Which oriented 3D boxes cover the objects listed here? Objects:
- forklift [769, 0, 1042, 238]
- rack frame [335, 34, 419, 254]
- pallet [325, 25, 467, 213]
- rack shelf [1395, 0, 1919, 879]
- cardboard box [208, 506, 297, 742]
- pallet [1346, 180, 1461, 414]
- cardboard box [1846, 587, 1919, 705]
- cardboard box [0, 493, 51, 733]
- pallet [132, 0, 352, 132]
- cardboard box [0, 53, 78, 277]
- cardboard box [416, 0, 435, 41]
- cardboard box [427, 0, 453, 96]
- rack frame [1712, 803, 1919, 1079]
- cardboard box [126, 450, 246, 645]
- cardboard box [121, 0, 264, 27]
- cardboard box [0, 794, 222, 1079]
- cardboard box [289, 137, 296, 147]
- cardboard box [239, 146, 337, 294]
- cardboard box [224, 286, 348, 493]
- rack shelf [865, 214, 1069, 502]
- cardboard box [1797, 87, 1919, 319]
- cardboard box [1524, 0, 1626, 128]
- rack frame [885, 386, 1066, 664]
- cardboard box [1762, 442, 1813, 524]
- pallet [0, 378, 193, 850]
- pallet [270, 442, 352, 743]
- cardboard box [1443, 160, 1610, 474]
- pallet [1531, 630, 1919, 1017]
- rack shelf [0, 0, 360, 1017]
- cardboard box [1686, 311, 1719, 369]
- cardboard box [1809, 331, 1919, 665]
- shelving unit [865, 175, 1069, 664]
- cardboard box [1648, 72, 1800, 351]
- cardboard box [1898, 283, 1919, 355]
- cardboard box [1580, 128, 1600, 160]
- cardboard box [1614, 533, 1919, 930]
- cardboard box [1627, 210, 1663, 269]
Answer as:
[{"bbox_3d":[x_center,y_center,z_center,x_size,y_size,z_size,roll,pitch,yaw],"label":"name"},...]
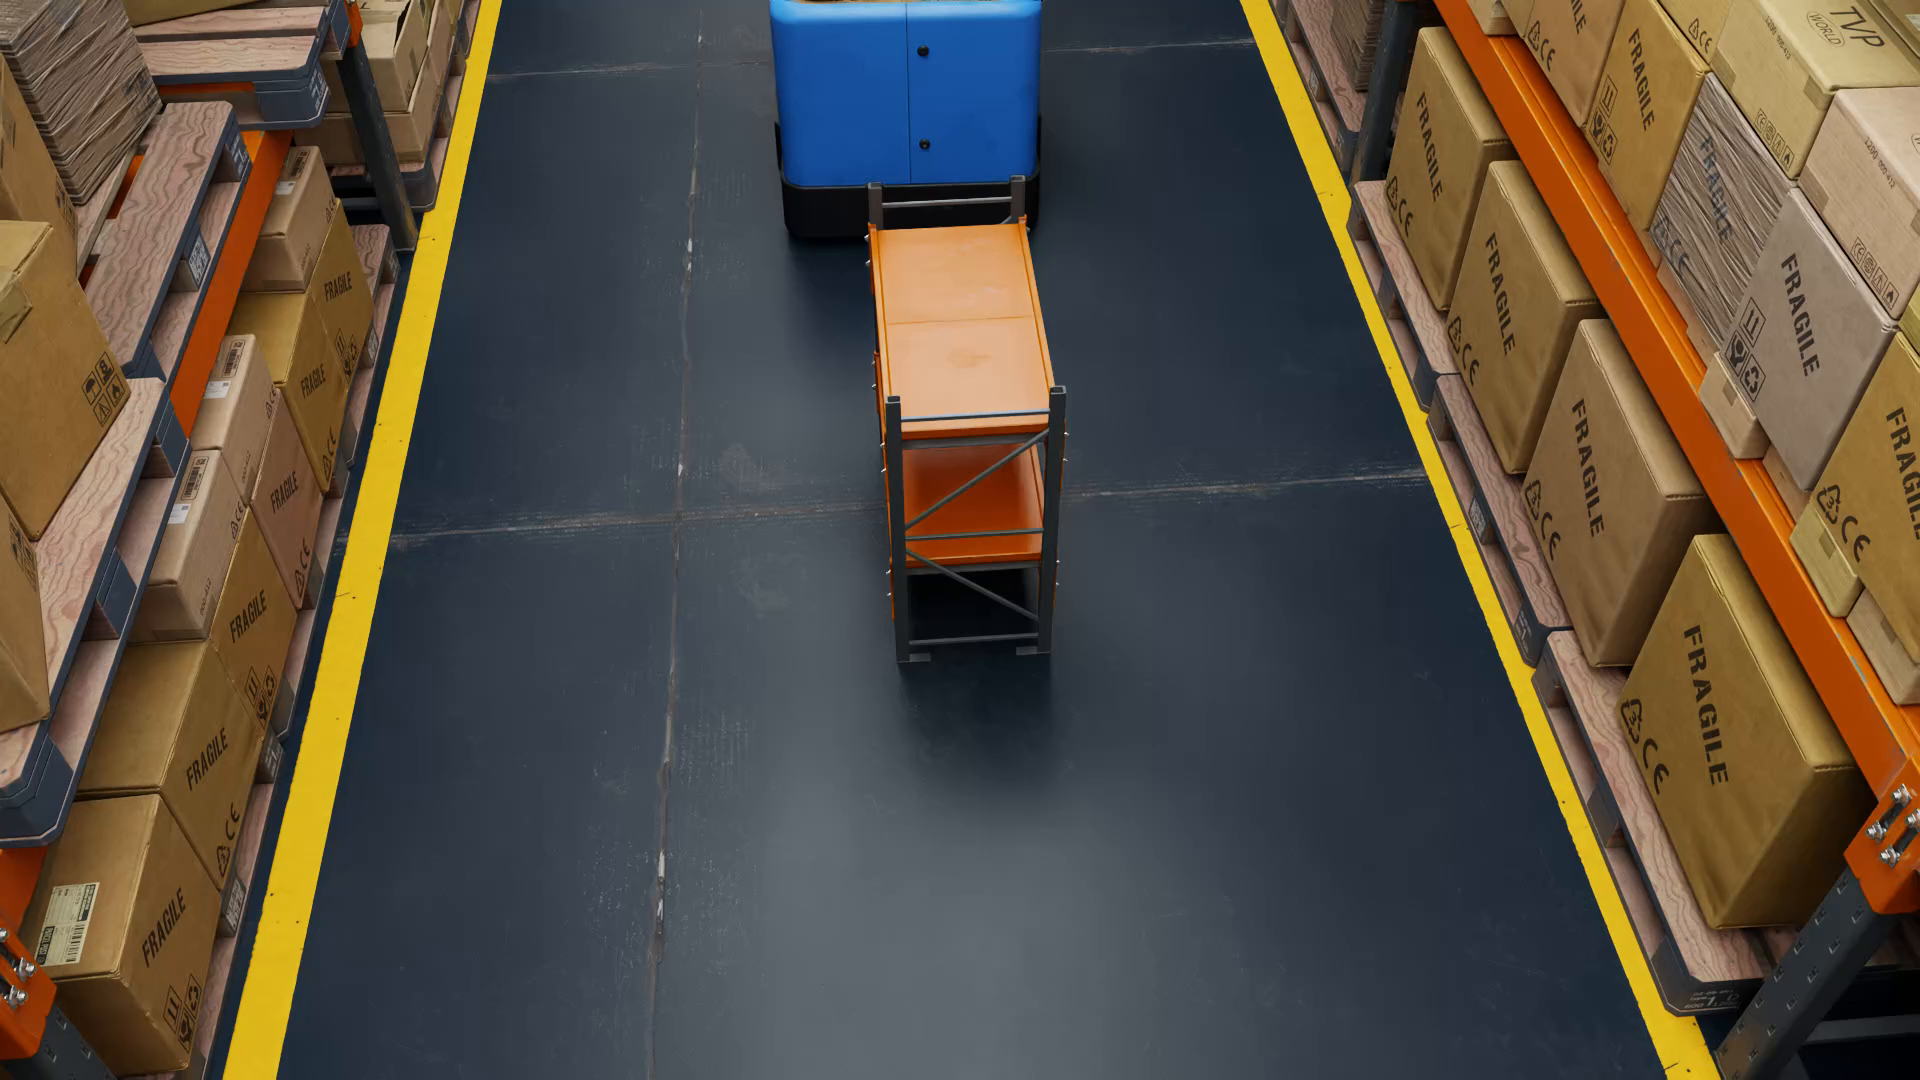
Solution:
[{"bbox_3d":[-0.264,-3.311,6.867,1.130,2.935,3.031,-2,47,-2],"label":"forklift"},{"bbox_3d":[-2.757,-2.232,5.798,1.000,3.000,0.127,-3,47,-3],"label":"rack frame"},{"bbox_3d":[-2.787,-1.871,7.377,1.003,0.211,1.213,-3,47,-3],"label":"pallet"},{"bbox_3d":[2.347,-0.842,4.977,1.077,0.370,4.000,-3,47,-3],"label":"rack shelf"},{"bbox_3d":[-2.309,0.258,4.858,0.500,0.500,0.500,-3,47,-3],"label":"cardboard box"},{"bbox_3d":[2.170,-1.002,6.554,1.003,0.211,1.213,-3,47,-3],"label":"pallet"},{"bbox_3d":[2.204,0.210,3.644,0.380,0.149,0.250,-3,47,-3],"label":"cardboard box"},{"bbox_3d":[-2.238,0.127,3.206,0.700,0.500,0.500,-18,49,-16],"label":"cardboard box"},{"bbox_3d":[-2.630,-1.680,5.407,1.213,0.211,1.003,-3,47,-3],"label":"pallet"},{"bbox_3d":[-2.631,-0.791,4.076,0.700,0.500,0.500,-14,48,-13],"label":"cardboard box"},{"bbox_3d":[-2.560,-2.400,7.176,0.500,0.311,0.500,-5,47,-4],"label":"cardboard box"},{"bbox_3d":[-2.551,-2.192,7.364,0.500,0.250,0.500,-5,47,-4],"label":"cardboard box"},{"bbox_3d":[2.514,0.358,3.345,1.000,3.000,0.127,-3,47,-3],"label":"rack frame"},{"bbox_3d":[-2.303,0.024,4.564,0.500,0.250,0.500,-3,47,-3],"label":"cardboard box"},{"bbox_3d":[-2.591,-1.962,5.184,0.700,0.500,0.500,-18,49,-16],"label":"cardboard box"},{"bbox_3d":[-2.219,1.005,4.151,0.500,0.500,0.500,-5,47,-5],"label":"cardboard box"},{"bbox_3d":[-3.044,-1.797,6.990,0.500,0.250,0.500,-2,47,-2],"label":"cardboard box"},{"bbox_3d":[-2.435,-1.079,5.608,0.500,0.250,0.500,-2,47,-2],"label":"cardboard box"},{"bbox_3d":[-2.401,-0.487,5.564,0.500,0.500,0.500,-5,47,-5],"label":"cardboard box"},{"bbox_3d":[0.001,-0.583,5.124,0.538,0.278,1.000,-3,47,-3],"label":"rack shelf"},{"bbox_3d":[2.187,-0.736,3.577,0.500,0.250,0.500,-3,47,-2],"label":"cardboard box"},{"bbox_3d":[2.040,-1.574,4.887,0.500,0.500,0.500,-4,47,-3],"label":"cardboard box"},{"bbox_3d":[0.043,-0.014,4.989,0.500,1.125,0.032,-3,47,-3],"label":"rack frame"},{"bbox_3d":[2.183,-0.161,3.996,0.380,0.149,0.250,-2,47,-2],"label":"cardboard box"},{"bbox_3d":[-2.380,0.143,3.681,1.003,0.211,1.213,-3,47,-3],"label":"pallet"},{"bbox_3d":[-2.633,0.150,5.463,1.003,0.211,1.213,-3,47,-3],"label":"pallet"},{"bbox_3d":[2.177,-0.767,5.602,0.750,0.750,0.750,-4,47,-3],"label":"cardboard box"},{"bbox_3d":[2.375,0.763,4.882,1.003,0.211,1.213,-3,47,-3],"label":"pallet"},{"bbox_3d":[-2.589,-0.538,4.689,1.077,0.370,4.000,-3,47,-3],"label":"rack shelf"},{"bbox_3d":[2.147,-0.530,4.345,0.380,0.149,0.250,-3,47,-3],"label":"cardboard box"},{"bbox_3d":[2.224,-0.104,3.495,0.500,0.500,0.500,-4,47,-4],"label":"cardboard box"},{"bbox_3d":[0.001,-0.382,5.337,0.538,1.125,1.048,-3,47,-3],"label":"shelving unit"},{"bbox_3d":[2.138,-0.837,4.189,0.500,0.500,0.500,-3,47,-3],"label":"cardboard box"},{"bbox_3d":[2.220,-0.366,3.226,0.500,0.250,0.500,-2,47,-2],"label":"cardboard box"},{"bbox_3d":[2.112,-1.275,5.051,0.380,0.149,0.250,-3,47,-3],"label":"cardboard box"},{"bbox_3d":[2.330,0.490,4.411,0.750,0.750,0.750,-3,47,-3],"label":"cardboard box"},{"bbox_3d":[2.130,-0.905,4.700,0.380,0.149,0.250,-2,47,-2],"label":"cardboard box"}]
